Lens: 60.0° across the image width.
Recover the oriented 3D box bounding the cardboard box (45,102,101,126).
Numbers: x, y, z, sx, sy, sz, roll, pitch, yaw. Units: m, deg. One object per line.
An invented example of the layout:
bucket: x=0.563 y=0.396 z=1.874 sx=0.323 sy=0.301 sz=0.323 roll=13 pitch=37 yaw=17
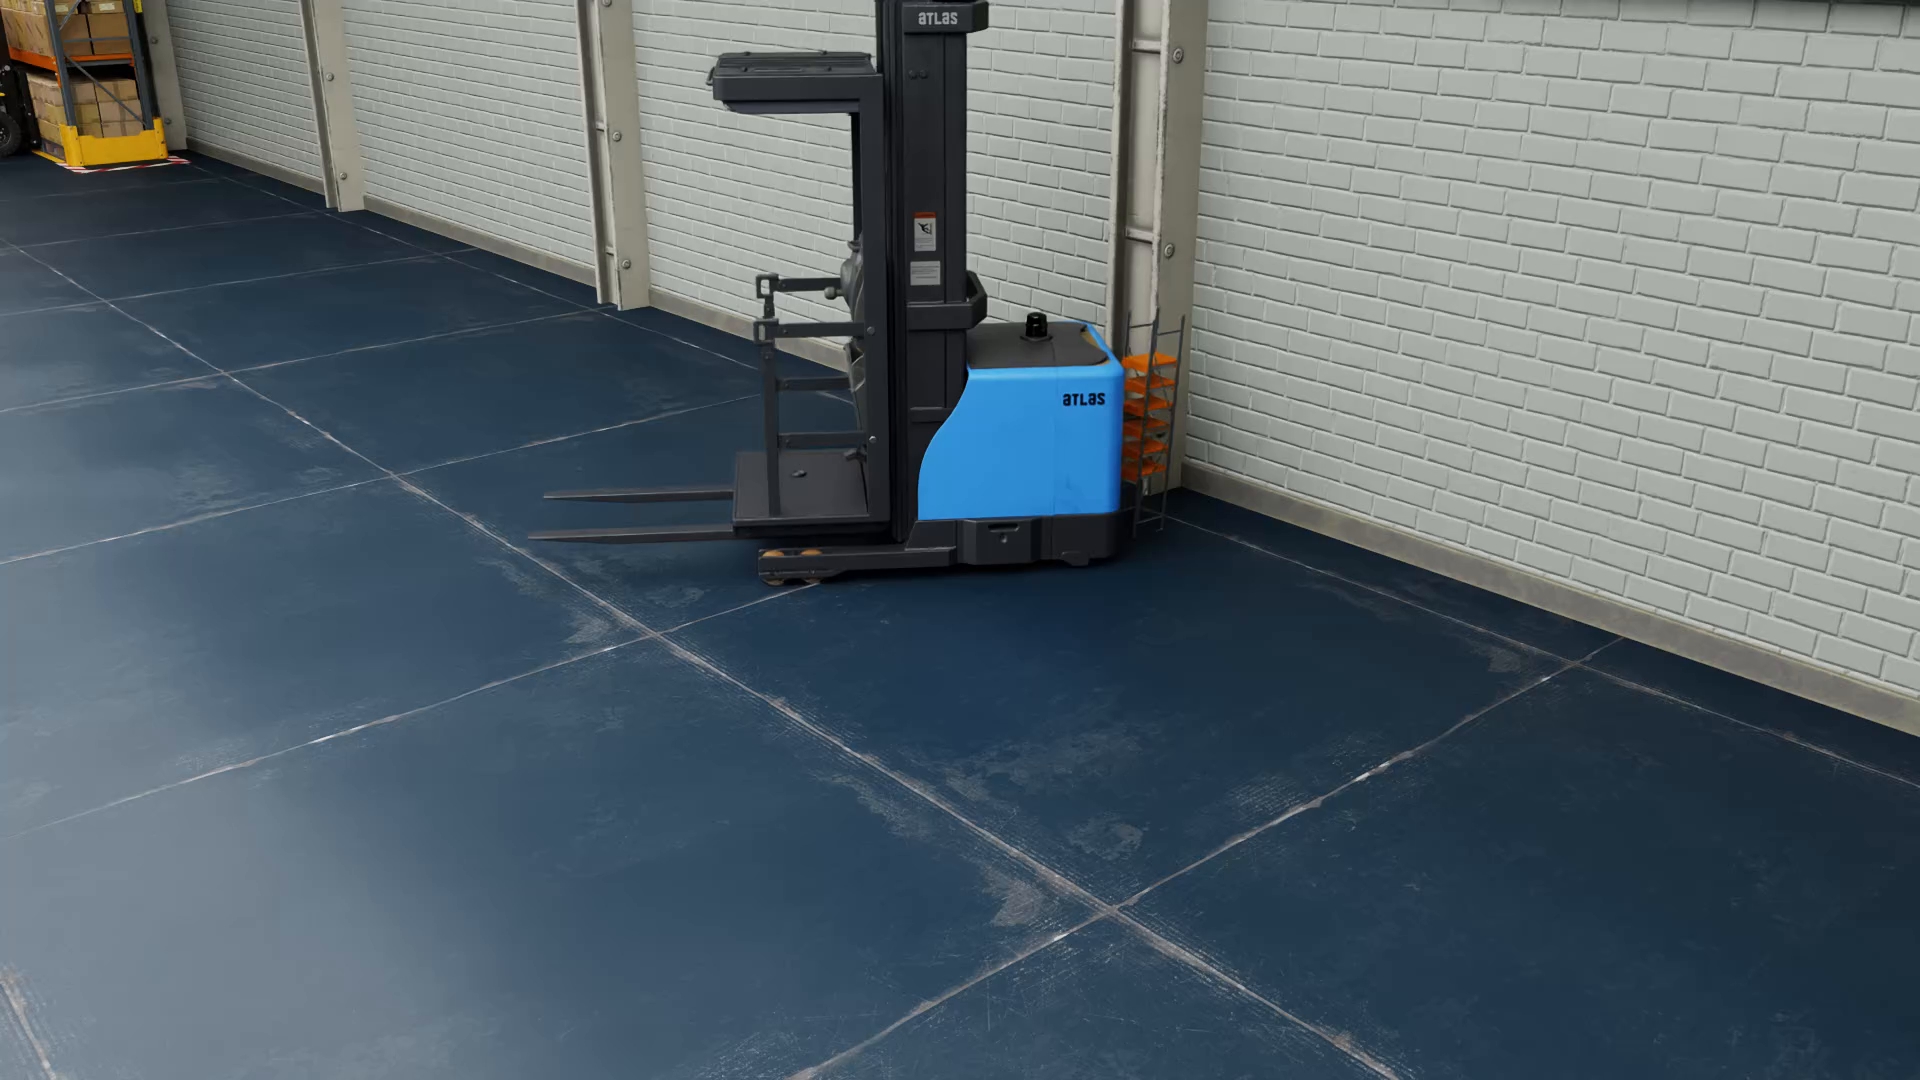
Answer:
cardboard box: x=-11.455 y=-5.516 z=21.463 sx=0.500 sy=0.250 sz=0.500 roll=-18 pitch=28 yaw=-38

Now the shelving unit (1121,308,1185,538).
shelving unit: x=0.994 y=-0.622 z=8.904 sx=0.258 sy=1.200 sz=0.189 roll=-14 pitch=27 yaw=-38

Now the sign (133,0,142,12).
sign: x=-10.476 y=-6.878 z=21.137 sx=0.100 sy=0.325 sz=0.005 roll=-17 pitch=27 yaw=-37

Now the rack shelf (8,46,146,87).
rack shelf: x=-12.205 y=-6.525 z=22.518 sx=1.077 sy=0.370 sz=4.000 roll=-17 pitch=27 yaw=-37

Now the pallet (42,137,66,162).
pallet: x=-11.431 y=-5.211 z=21.998 sx=1.003 sy=0.211 sz=1.213 roll=-17 pitch=27 yaw=-37

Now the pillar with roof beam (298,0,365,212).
pillar with roof beam: x=-10.017 y=-6.826 z=14.072 sx=9.100 sy=9.000 sz=0.400 roll=-17 pitch=27 yaw=-37

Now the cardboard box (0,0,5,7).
cardboard box: x=-12.688 y=-7.250 z=22.356 sx=0.380 sy=0.149 sz=0.250 roll=-19 pitch=28 yaw=-39

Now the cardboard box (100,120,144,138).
cardboard box: x=-11.072 y=-5.405 z=21.866 sx=0.500 sy=0.250 sz=0.500 roll=-17 pitch=27 yaw=-37

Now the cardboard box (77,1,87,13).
cardboard box: x=-11.134 y=-6.865 z=21.372 sx=0.380 sy=0.149 sz=0.250 roll=-17 pitch=27 yaw=-37

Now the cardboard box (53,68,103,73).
cardboard box: x=-12.047 y=-6.288 z=22.748 sx=0.500 sy=0.250 sz=0.500 roll=-18 pitch=28 yaw=-38

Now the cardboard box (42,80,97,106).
cardboard box: x=-11.437 y=-5.742 z=21.354 sx=0.500 sy=0.250 sz=0.500 roll=-16 pitch=27 yaw=-36

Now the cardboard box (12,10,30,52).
cardboard box: x=-12.087 y=-6.715 z=21.878 sx=0.500 sy=0.500 sz=0.500 roll=-18 pitch=28 yaw=-38

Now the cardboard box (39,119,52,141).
cardboard box: x=-11.763 y=-5.417 z=21.897 sx=0.500 sy=0.250 sz=0.500 roll=-17 pitch=27 yaw=-37

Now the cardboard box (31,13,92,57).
cardboard box: x=-11.420 y=-6.428 z=21.145 sx=0.500 sy=0.500 sz=0.500 roll=-18 pitch=28 yaw=-39

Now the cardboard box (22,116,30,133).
cardboard box: x=-12.439 y=-5.696 z=22.608 sx=0.500 sy=0.250 sz=0.500 roll=-16 pitch=27 yaw=-36

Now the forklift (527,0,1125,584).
forklift: x=-0.713 y=-1.344 z=8.396 sx=3.031 sy=2.935 sz=1.130 roll=-2 pitch=21 yaw=-5

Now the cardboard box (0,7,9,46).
cardboard box: x=-12.735 y=-6.995 z=22.594 sx=0.500 sy=0.500 sz=0.500 roll=-18 pitch=28 yaw=-38

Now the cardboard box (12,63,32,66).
cardboard box: x=-13.433 y=-6.585 z=23.508 sx=0.500 sy=0.250 sz=0.500 roll=-18 pitch=28 yaw=-38

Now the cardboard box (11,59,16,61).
cardboard box: x=-14.853 y=-7.068 z=25.596 sx=0.875 sy=0.625 sz=0.625 roll=-19 pitch=28 yaw=-40

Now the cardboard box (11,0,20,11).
cardboard box: x=-12.194 y=-7.034 z=21.804 sx=0.380 sy=0.149 sz=0.250 roll=-17 pitch=27 yaw=-37

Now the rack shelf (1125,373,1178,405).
rack shelf: x=1.005 y=-0.805 z=8.835 sx=0.258 sy=0.103 sz=0.180 roll=-14 pitch=27 yaw=-38

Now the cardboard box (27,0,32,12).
cardboard box: x=-11.804 y=-6.906 z=21.478 sx=0.380 sy=0.149 sz=0.250 roll=-18 pitch=27 yaw=-38

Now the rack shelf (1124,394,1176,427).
rack shelf: x=0.998 y=-0.693 z=8.877 sx=0.258 sy=0.103 sz=0.180 roll=-14 pitch=27 yaw=-38

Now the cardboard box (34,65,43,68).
cardboard box: x=-12.701 y=-6.567 z=23.462 sx=0.500 sy=0.250 sz=0.500 roll=-18 pitch=28 yaw=-38

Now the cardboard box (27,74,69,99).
cardboard box: x=-12.112 y=-6.018 z=22.060 sx=0.500 sy=0.250 sz=0.500 roll=-17 pitch=27 yaw=-37

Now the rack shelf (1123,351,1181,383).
rack shelf: x=1.011 y=-0.917 z=8.792 sx=0.258 sy=0.103 sz=0.180 roll=-14 pitch=27 yaw=-38

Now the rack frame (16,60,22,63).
rack frame: x=-13.511 y=-7.413 z=23.797 sx=1.000 sy=3.000 sz=0.127 roll=-17 pitch=27 yaw=-37

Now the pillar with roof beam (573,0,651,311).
pillar with roof beam: x=-6.100 y=-5.168 z=9.839 sx=9.100 sy=9.000 sz=0.400 roll=-17 pitch=27 yaw=-37

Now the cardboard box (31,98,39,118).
cardboard box: x=-12.127 y=-5.795 z=22.175 sx=0.500 sy=0.250 sz=0.500 roll=-18 pitch=28 yaw=-39

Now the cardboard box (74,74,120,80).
cardboard box: x=-11.399 y=-6.004 z=22.023 sx=0.500 sy=0.250 sz=0.500 roll=-17 pitch=27 yaw=-37

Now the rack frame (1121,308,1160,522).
rack frame: x=0.936 y=-0.650 z=8.968 sx=0.240 sy=1.200 sz=0.006 roll=-14 pitch=27 yaw=-38

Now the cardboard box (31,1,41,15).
cardboard box: x=-11.528 y=-6.749 z=21.076 sx=0.380 sy=0.149 sz=0.250 roll=-17 pitch=27 yaw=-37

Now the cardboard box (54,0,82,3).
cardboard box: x=-11.293 y=-6.844 z=20.910 sx=0.380 sy=0.149 sz=0.250 roll=-17 pitch=27 yaw=-37

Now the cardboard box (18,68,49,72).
cardboard box: x=-12.773 y=-6.307 z=22.797 sx=0.500 sy=0.250 sz=0.500 roll=-16 pitch=27 yaw=-36
